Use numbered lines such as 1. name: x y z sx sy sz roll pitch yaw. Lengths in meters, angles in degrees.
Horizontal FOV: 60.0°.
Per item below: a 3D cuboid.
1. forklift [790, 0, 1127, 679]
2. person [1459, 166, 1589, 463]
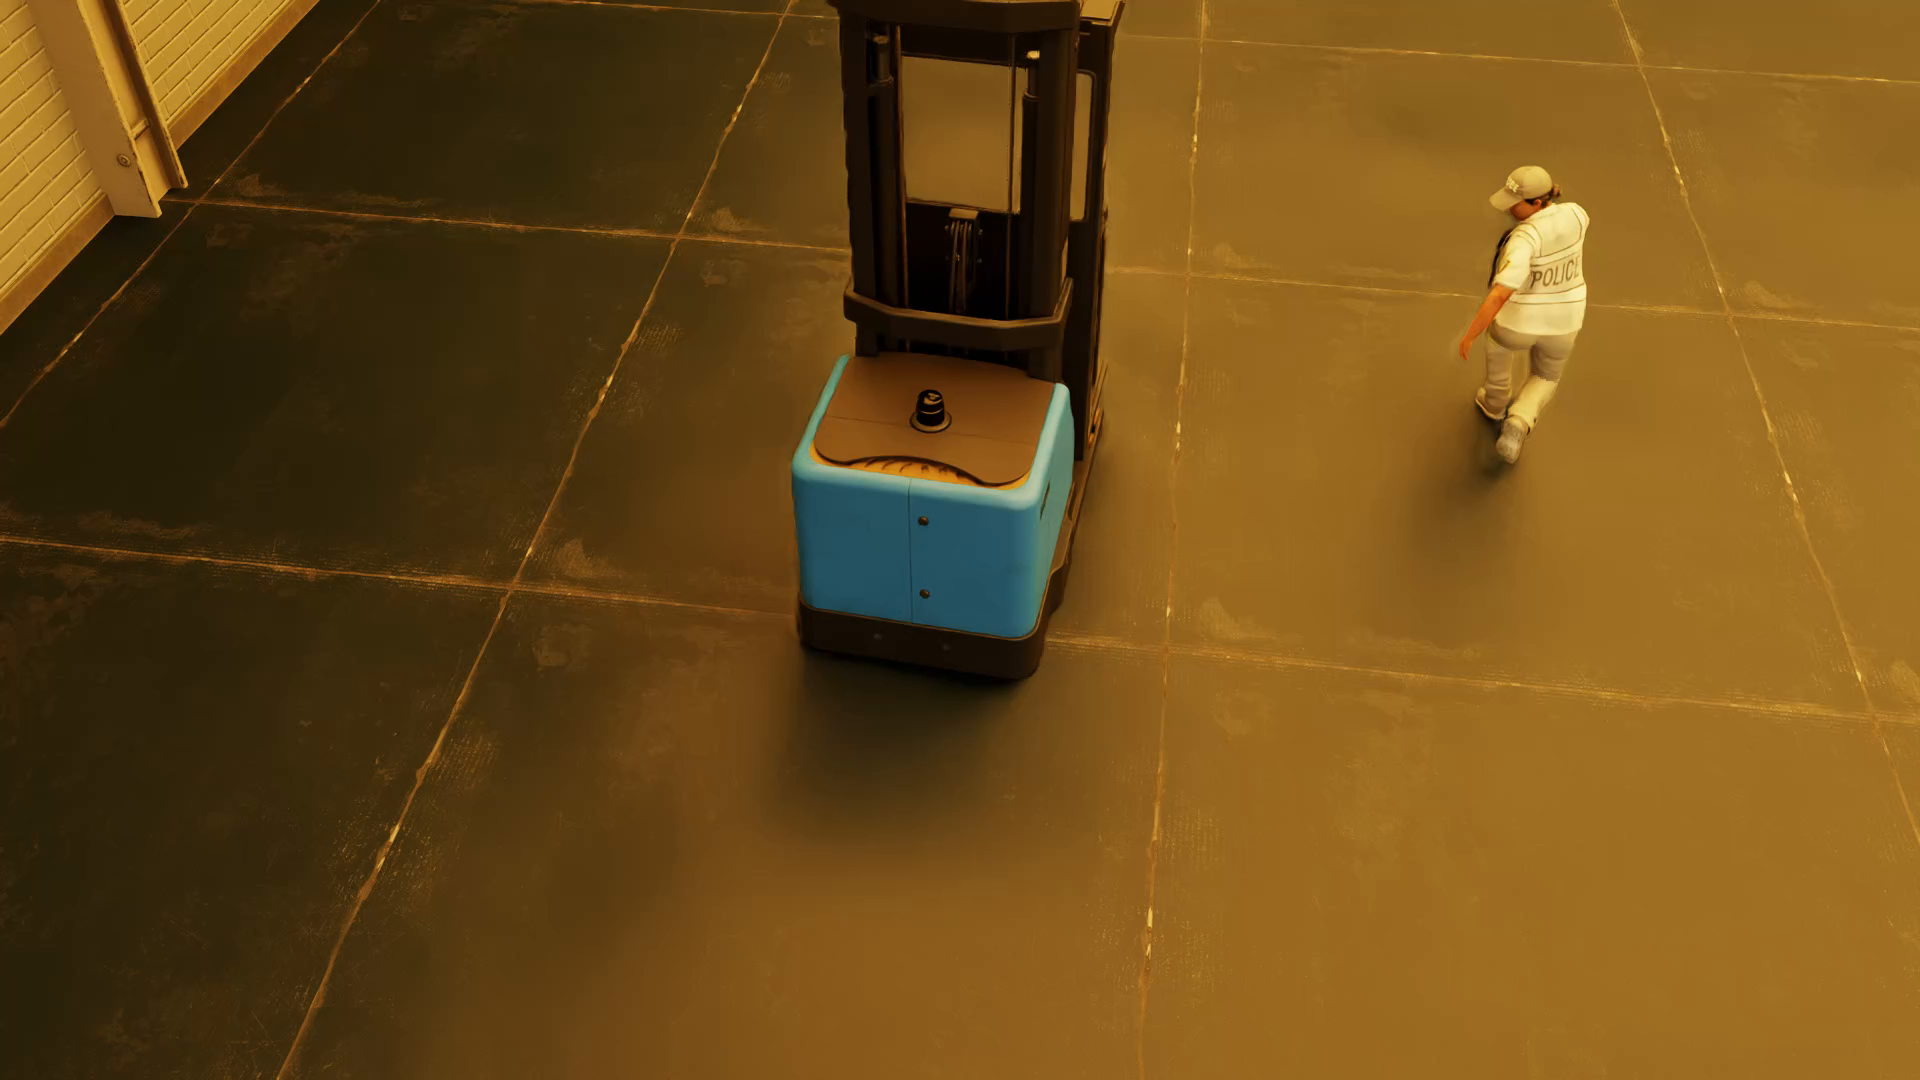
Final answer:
1. forklift: 0.114 -1.492 7.348 1.130 2.935 3.031 8 43 9
2. person: 2.717 -1.113 8.076 0.598 1.440 0.831 2 43 2
